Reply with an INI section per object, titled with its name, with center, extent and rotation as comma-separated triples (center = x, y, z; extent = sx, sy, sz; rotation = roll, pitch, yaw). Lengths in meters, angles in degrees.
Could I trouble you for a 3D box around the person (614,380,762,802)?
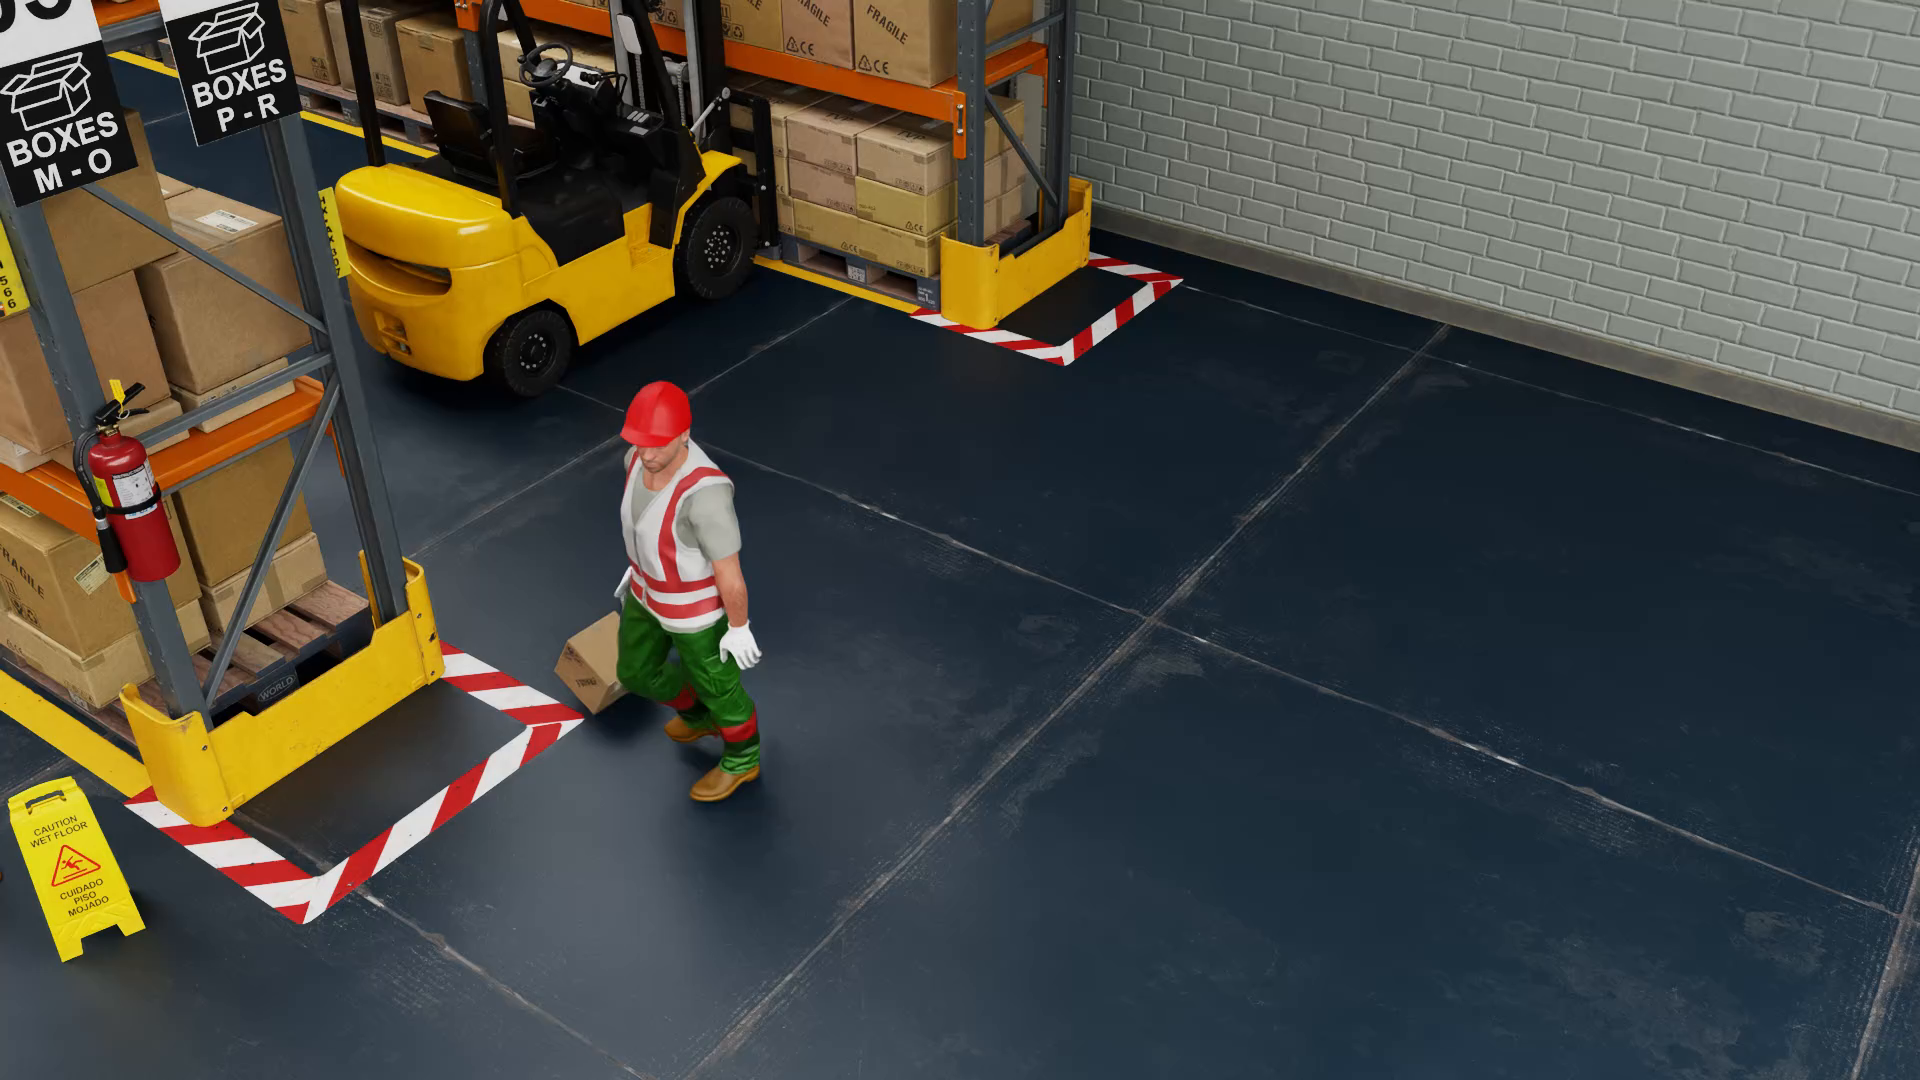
[person]
center = -0.954, 0.201, 5.796
extent = 0.435, 1.772, 0.672
rotation = -26, 42, -33
